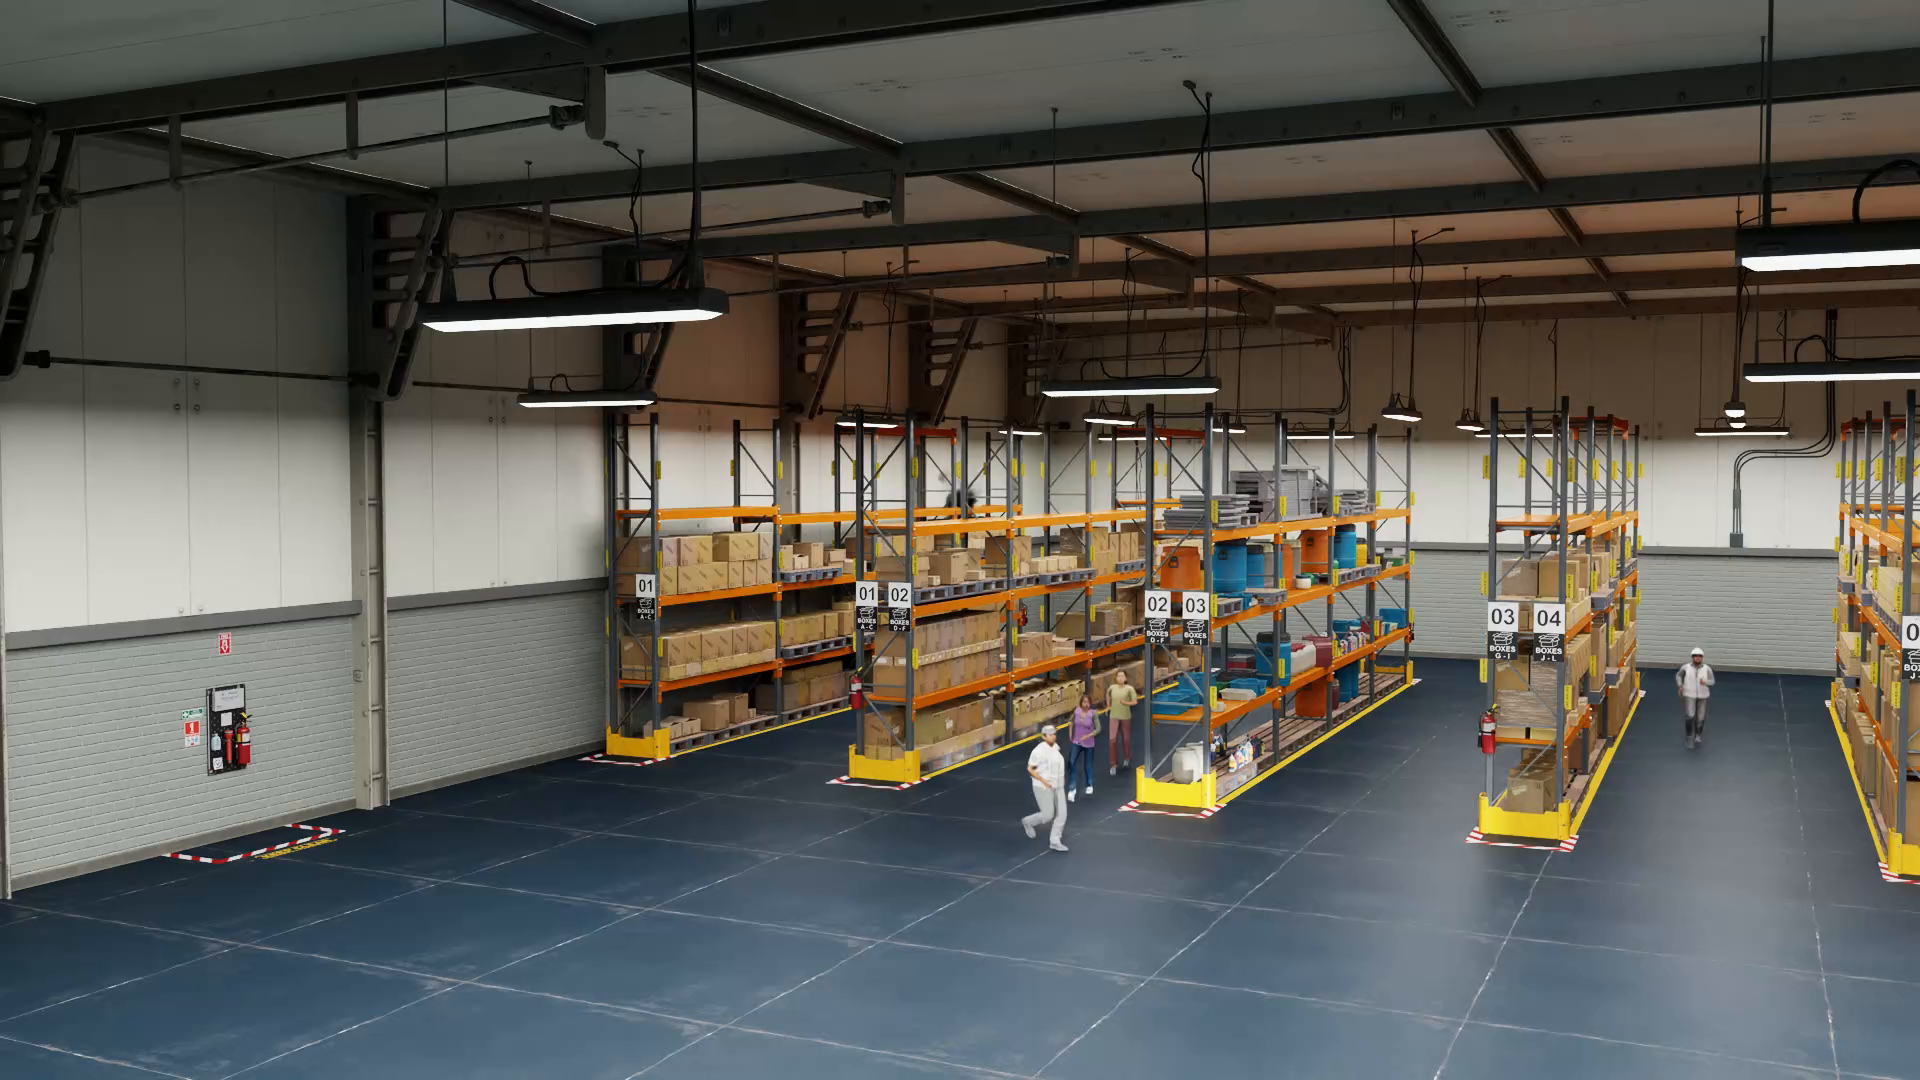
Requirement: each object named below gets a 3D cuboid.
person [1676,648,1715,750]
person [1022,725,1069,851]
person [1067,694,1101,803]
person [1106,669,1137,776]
[{"bbox_3d":[13.262,2.860,29.975,0.624,1.831,0.752,1,2,16],"label":"person"},{"bbox_3d":[1.158,3.257,21.978,0.625,1.628,0.726,-2,3,-43],"label":"person"},{"bbox_3d":[1.889,3.146,25.295,0.539,1.621,0.682,1,3,18],"label":"person"},{"bbox_3d":[2.676,2.996,27.576,0.554,1.721,0.806,1,2,13],"label":"person"}]
